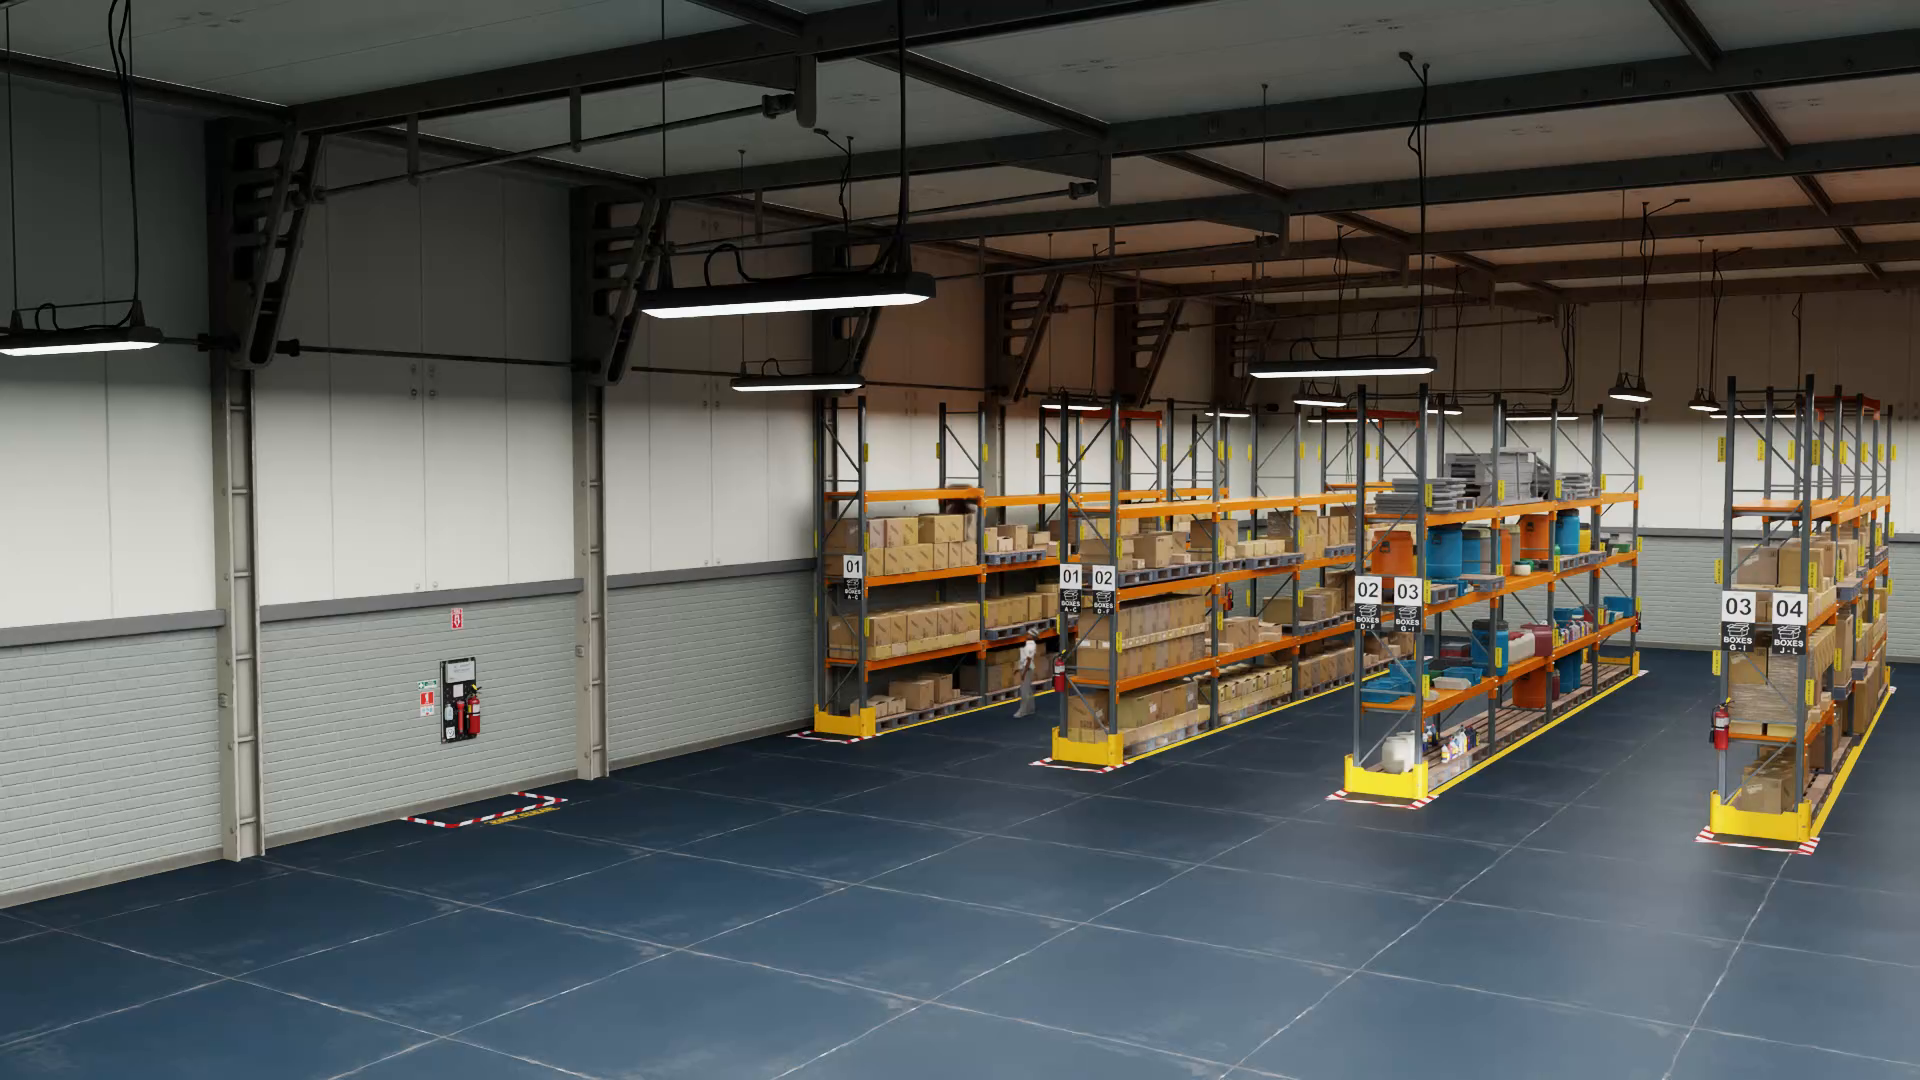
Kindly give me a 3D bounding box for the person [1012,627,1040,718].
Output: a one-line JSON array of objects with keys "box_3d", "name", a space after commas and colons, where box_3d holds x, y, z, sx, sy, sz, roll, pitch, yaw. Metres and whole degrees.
[{"box_3d": [1.236, 2.502, 31.667, 0.581, 1.706, 0.472, -1, 3, -13], "name": "person"}]
